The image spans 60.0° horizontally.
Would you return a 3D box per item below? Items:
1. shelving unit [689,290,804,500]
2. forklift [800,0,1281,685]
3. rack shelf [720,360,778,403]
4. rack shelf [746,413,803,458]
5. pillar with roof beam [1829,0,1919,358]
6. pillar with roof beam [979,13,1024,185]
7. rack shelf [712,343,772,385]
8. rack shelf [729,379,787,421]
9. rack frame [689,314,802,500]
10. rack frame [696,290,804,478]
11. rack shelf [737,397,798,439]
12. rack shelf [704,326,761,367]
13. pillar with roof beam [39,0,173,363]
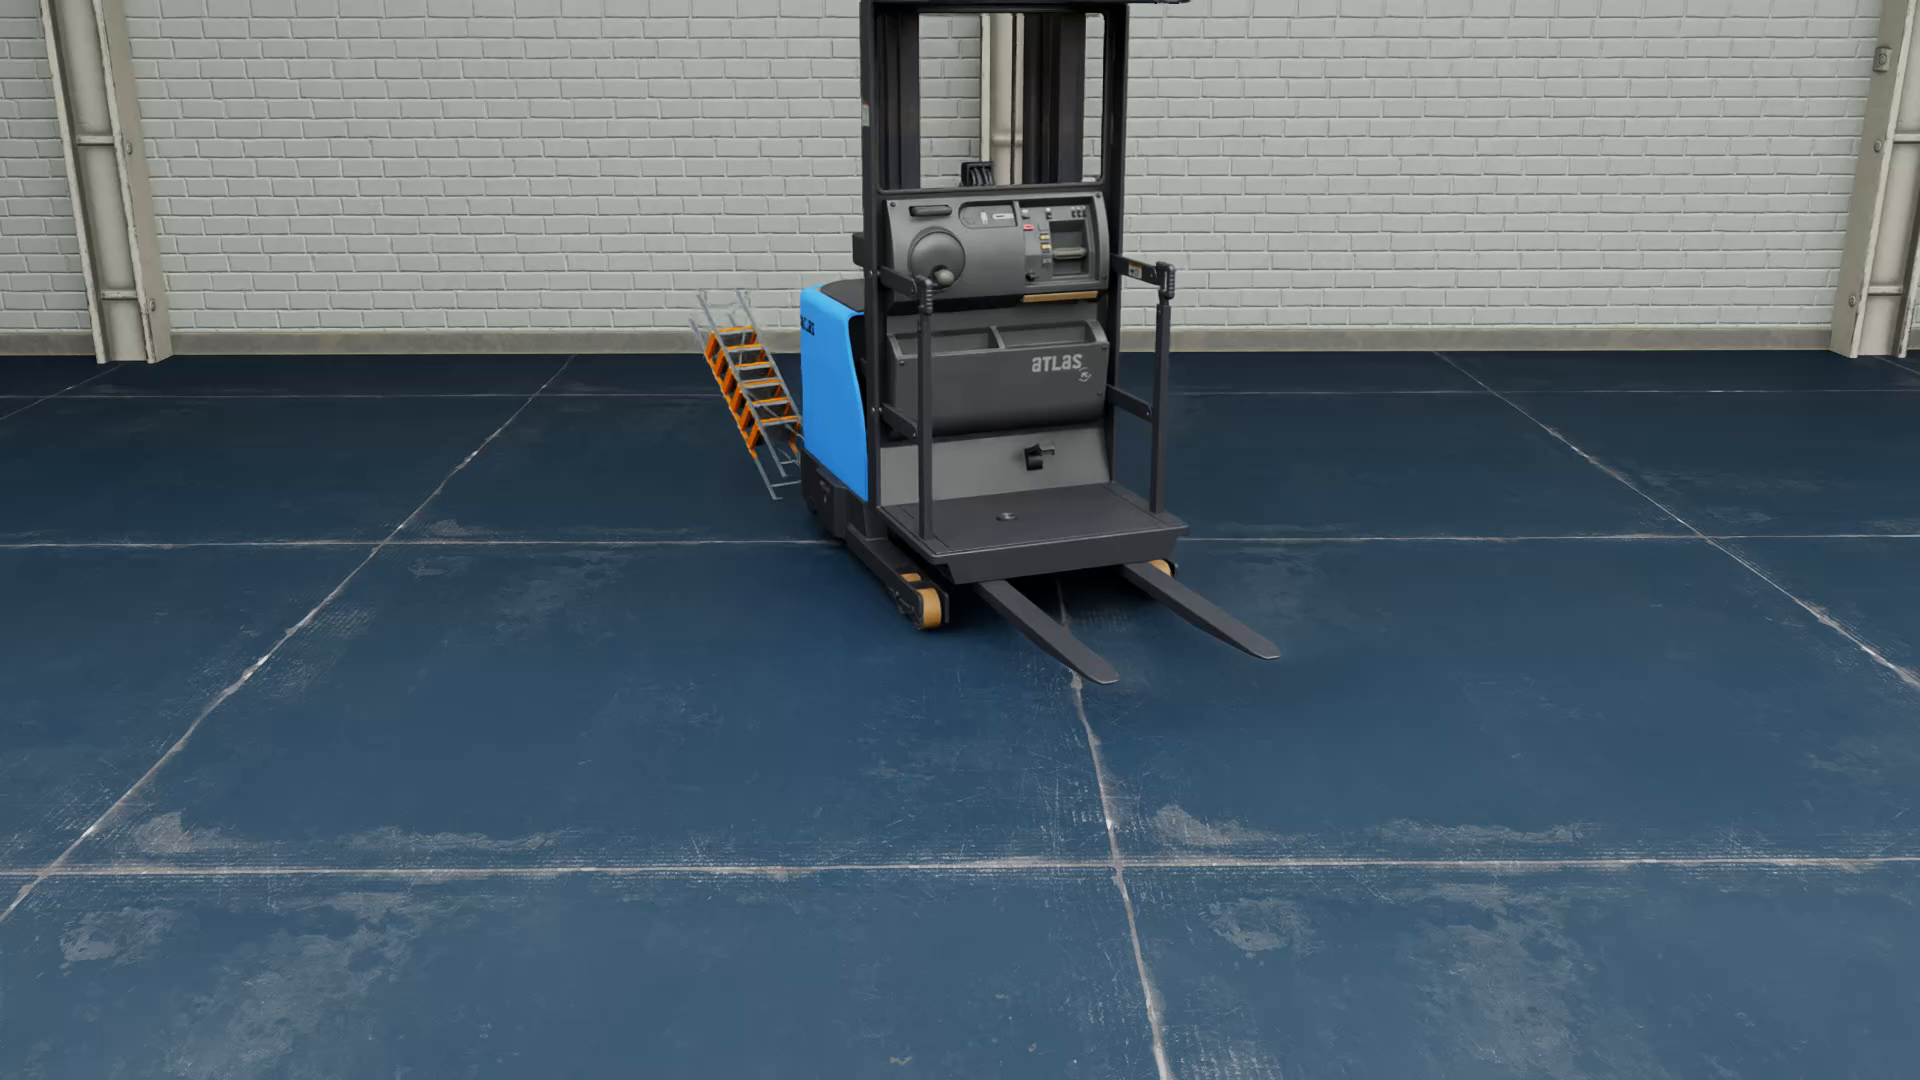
[{"bbox_3d":[-1.032,-0.746,8.396,0.258,0.189,1.200,-11,59,-31],"label":"shelving unit"},{"bbox_3d":[0.236,-1.188,6.453,1.130,2.935,3.031,-7,19,-20],"label":"forklift"},{"bbox_3d":[-1.064,-0.806,8.429,0.258,0.180,0.103,-11,59,-31],"label":"rack shelf"},{"bbox_3d":[-0.914,-0.519,8.271,0.258,0.180,0.103,-11,59,-31],"label":"rack shelf"},{"bbox_3d":[6.399,-4.276,6.146,0.400,9.000,9.100,0,18,-1],"label":"pillar with roof beam"},{"bbox_3d":[0.400,-4.247,6.056,0.400,9.000,9.100,0,18,-1],"label":"pillar with roof beam"},{"bbox_3d":[-1.114,-0.902,8.481,0.258,0.180,0.103,-11,59,-31],"label":"rack shelf"},{"bbox_3d":[-1.014,-0.711,8.376,0.258,0.180,0.103,-11,59,-31],"label":"rack shelf"},{"bbox_3d":[-1.063,-0.693,8.464,0.240,0.006,1.200,-11,59,-31],"label":"rack frame"},{"bbox_3d":[-1.002,-0.799,8.328,0.240,0.006,1.200,-11,59,-31],"label":"rack frame"},{"bbox_3d":[-0.964,-0.615,8.324,0.258,0.180,0.103,-11,59,-31],"label":"rack shelf"},{"bbox_3d":[-1.164,-0.998,8.534,0.258,0.180,0.103,-11,59,-31],"label":"rack shelf"},{"bbox_3d":[-5.599,-4.218,5.966,0.400,9.000,9.100,0,18,-1],"label":"pillar with roof beam"}]
